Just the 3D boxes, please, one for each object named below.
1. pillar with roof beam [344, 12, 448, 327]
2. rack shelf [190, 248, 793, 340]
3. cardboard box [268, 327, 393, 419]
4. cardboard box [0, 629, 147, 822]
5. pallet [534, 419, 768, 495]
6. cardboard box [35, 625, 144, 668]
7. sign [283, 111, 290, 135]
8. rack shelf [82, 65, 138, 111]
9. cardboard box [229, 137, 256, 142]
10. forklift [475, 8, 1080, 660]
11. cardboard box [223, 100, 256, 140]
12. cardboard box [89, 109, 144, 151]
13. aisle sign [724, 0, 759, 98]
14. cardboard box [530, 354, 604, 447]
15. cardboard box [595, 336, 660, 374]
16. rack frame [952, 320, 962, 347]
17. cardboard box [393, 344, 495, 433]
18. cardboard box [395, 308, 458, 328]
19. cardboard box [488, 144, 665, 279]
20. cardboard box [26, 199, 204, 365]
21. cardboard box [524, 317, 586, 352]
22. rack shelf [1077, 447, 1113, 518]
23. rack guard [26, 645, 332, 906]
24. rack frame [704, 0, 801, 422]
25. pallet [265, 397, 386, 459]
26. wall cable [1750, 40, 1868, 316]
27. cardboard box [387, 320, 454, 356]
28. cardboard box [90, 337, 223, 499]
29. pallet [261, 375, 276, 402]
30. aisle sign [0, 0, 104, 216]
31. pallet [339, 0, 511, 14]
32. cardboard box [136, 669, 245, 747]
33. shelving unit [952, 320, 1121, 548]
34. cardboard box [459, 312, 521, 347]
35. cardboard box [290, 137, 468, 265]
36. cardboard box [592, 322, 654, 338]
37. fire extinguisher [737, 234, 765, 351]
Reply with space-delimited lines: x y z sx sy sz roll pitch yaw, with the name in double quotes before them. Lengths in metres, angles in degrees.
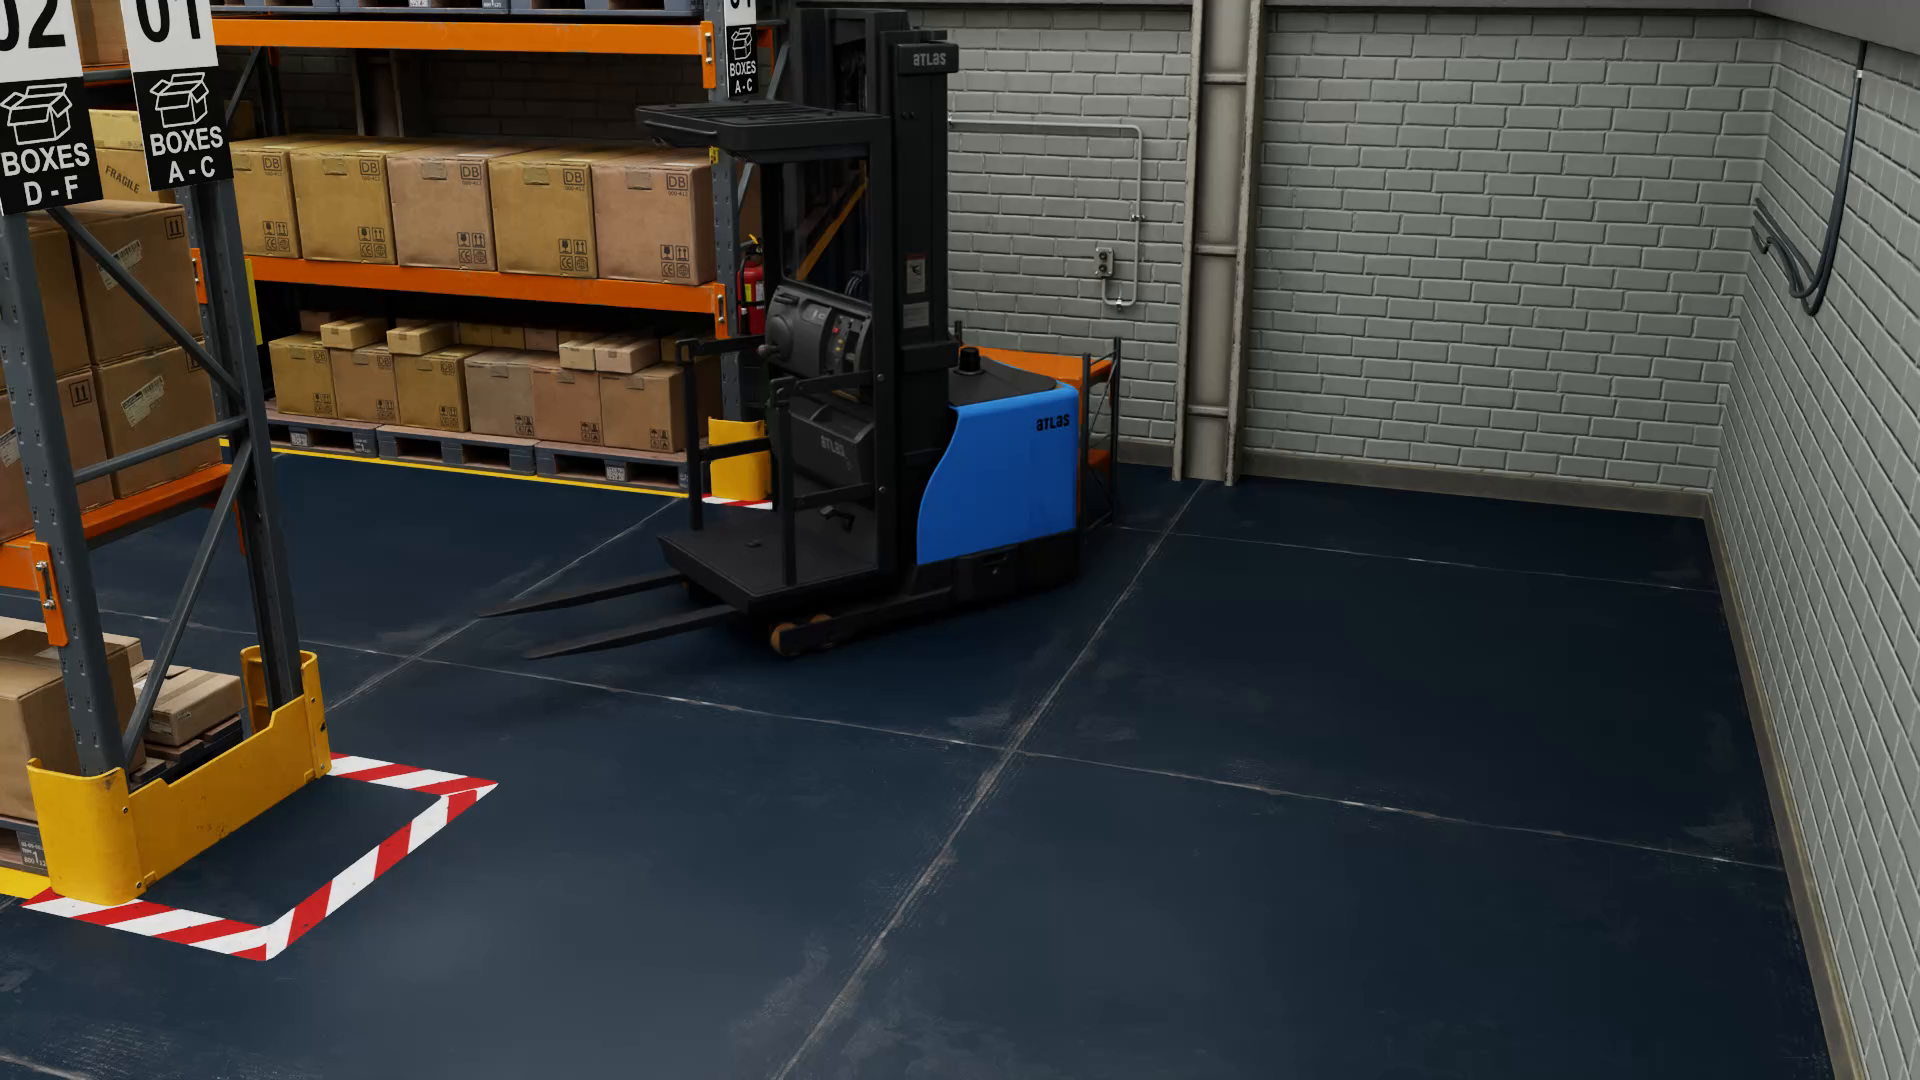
"pillar with roof beam" -5.482 -3.971 7.295 0.400 9.000 9.100 7 20 18
"rack shelf" -3.125 -1.727 11.067 4.000 0.370 1.077 7 20 18
"cardboard box" -4.342 -1.188 11.587 0.500 0.500 0.700 7 20 19
"cardboard box" -3.452 0.680 6.197 0.500 0.500 0.500 7 20 18
"pallet" -2.017 -0.596 10.966 1.213 0.211 1.003 7 20 18
"cardboard box" -3.751 0.580 6.866 0.500 0.250 0.500 7 20 18
"sign" -4.834 -2.902 11.908 0.005 0.325 0.100 7 20 18
"rack shelf" -4.747 -1.603 6.153 4.000 0.370 1.077 7 20 18
"cardboard box" -5.366 -2.608 11.867 0.500 0.500 0.500 6 20 16
"forklift" -0.869 -1.018 8.043 3.031 2.935 1.130 -13 23 -32
"cardboard box" -5.363 -2.965 11.751 0.500 0.250 0.500 7 20 20
"cardboard box" -5.539 -2.805 11.293 0.500 0.250 0.500 7 20 19
"aisle sign" -1.266 -2.977 9.611 0.004 0.787 0.394 7 20 18
"cardboard box" -2.403 -0.967 10.954 0.500 0.500 0.700 6 20 18
"cardboard box" -2.111 -1.177 10.569 0.250 0.149 0.380 6 20 17
"rack frame" -0.113 -0.710 9.904 0.032 1.125 0.500 9 21 25
"cardboard box" -3.384 -1.077 11.268 0.500 0.500 0.700 7 20 19
"cardboard box" -3.666 -1.487 11.460 0.250 0.149 0.380 6 20 16
"cardboard box" -2.412 -2.120 10.644 0.700 0.700 0.980 6 20 18
"cardboard box" -3.191 -0.959 6.101 0.500 0.500 0.500 7 20 20
"cardboard box" -2.702 -1.377 11.144 0.250 0.149 0.380 7 20 19
"rack shelf" 0.341 -0.404 9.769 1.000 0.278 0.538 9 21 25
"rack guard" -2.930 0.862 6.344 0.348 0.500 1.175 7 20 18
"rack frame" -1.236 -1.851 10.329 0.127 3.000 1.000 7 20 18
"pallet" -4.322 -0.860 11.722 1.213 0.211 1.003 7 20 18
"wall cable" 3.990 -2.495 7.781 0.112 2.526 3.097 7 20 18
"cardboard box" -3.585 -1.344 11.050 0.250 0.149 0.380 6 20 17
"cardboard box" -3.191 -0.487 6.265 0.500 0.500 0.500 7 20 19
"pallet" -5.768 -1.026 12.199 1.213 0.211 1.003 7 20 18
"aisle sign" -2.894 -1.435 5.187 0.004 0.787 0.394 7 20 18
"pallet" -3.096 -3.433 10.446 1.213 0.211 1.003 7 20 18
"cardboard box" -3.141 0.676 6.742 0.250 0.149 0.380 7 20 18
"shelving unit" 0.341 -0.635 9.688 1.048 1.125 0.538 9 21 25
"cardboard box" -3.183 -1.432 11.302 0.250 0.149 0.380 6 20 17
"cardboard box" -3.820 -2.280 11.105 0.700 0.700 0.980 6 20 17
"cardboard box" -2.225 -1.323 10.988 0.250 0.149 0.380 7 20 18
"fire extinguisher" -1.245 -1.478 9.944 0.183 0.674 0.296 7 20 18
